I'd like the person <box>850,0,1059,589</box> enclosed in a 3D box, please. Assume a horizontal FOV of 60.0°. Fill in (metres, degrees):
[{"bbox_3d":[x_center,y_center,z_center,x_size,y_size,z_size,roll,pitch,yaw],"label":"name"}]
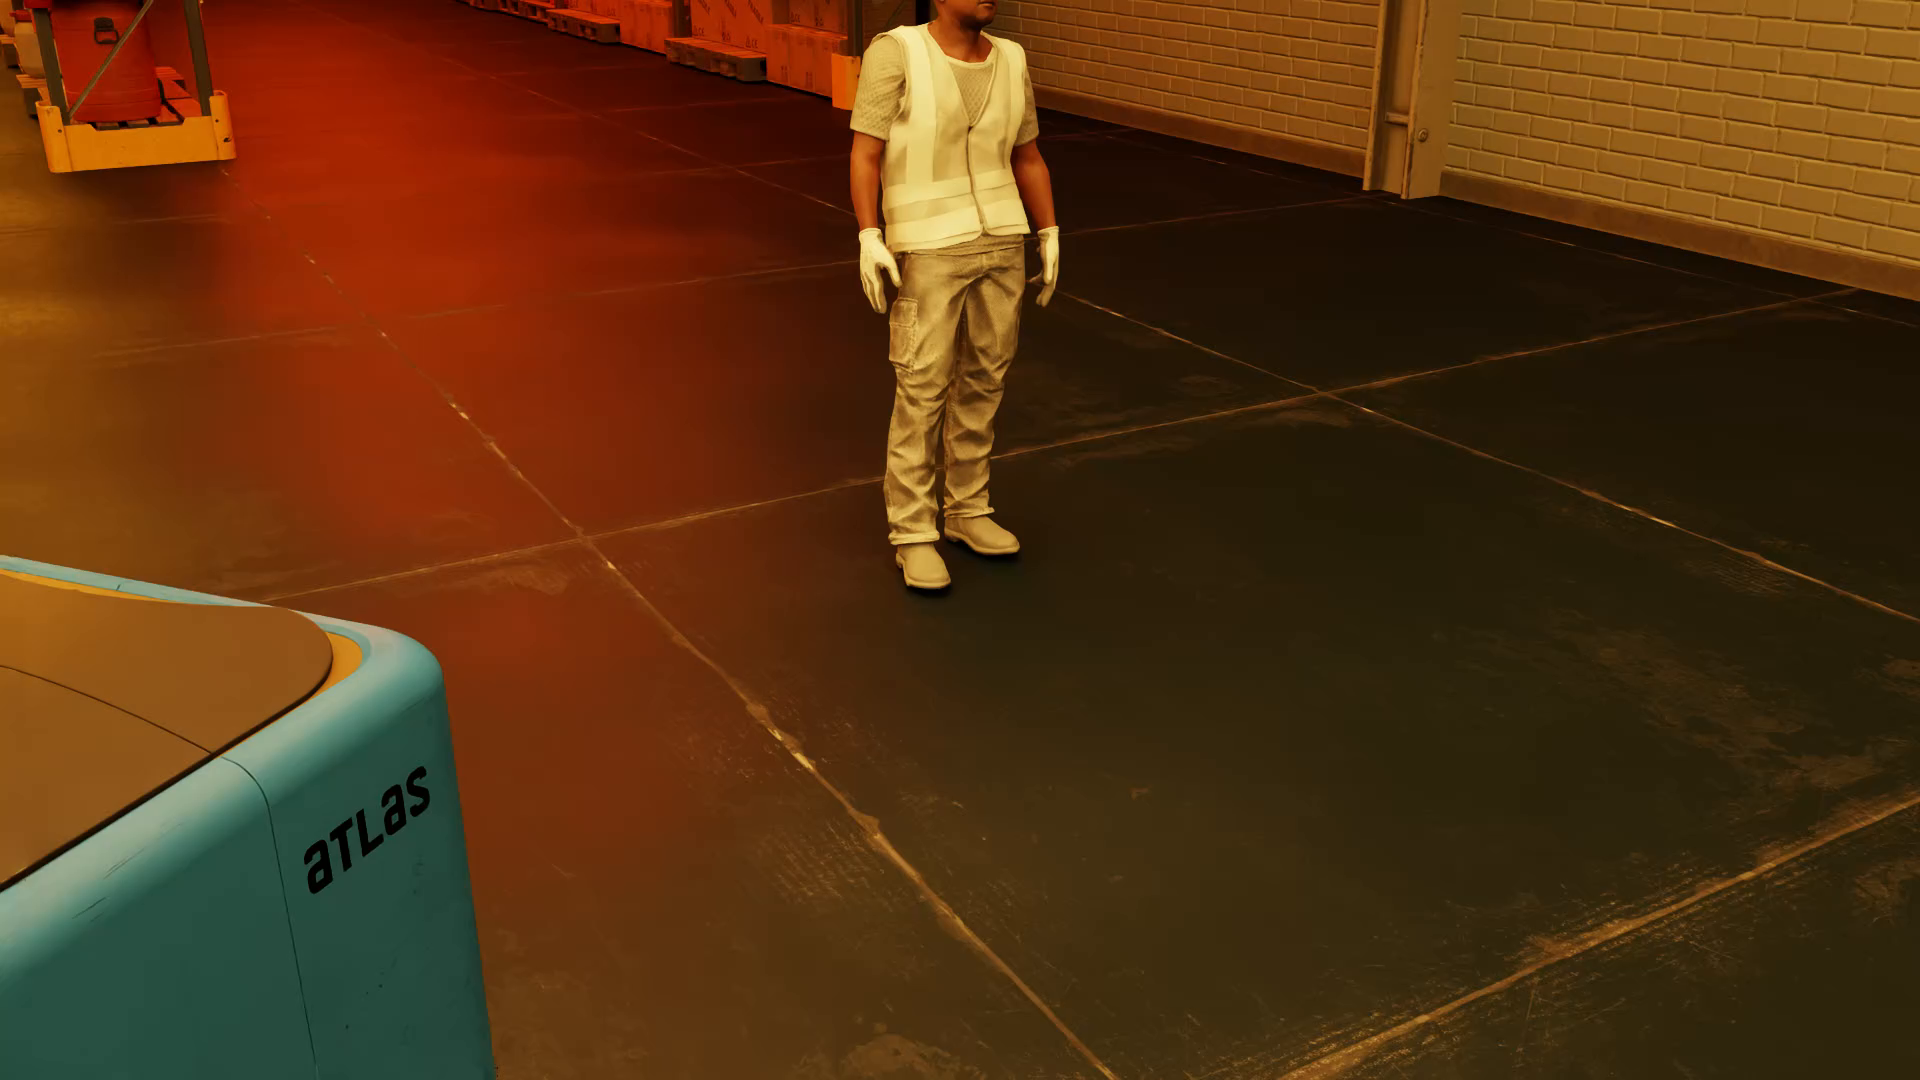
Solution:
[{"bbox_3d":[0.028,-0.807,4.732,0.656,1.782,0.577,-12,25,-28],"label":"person"}]
